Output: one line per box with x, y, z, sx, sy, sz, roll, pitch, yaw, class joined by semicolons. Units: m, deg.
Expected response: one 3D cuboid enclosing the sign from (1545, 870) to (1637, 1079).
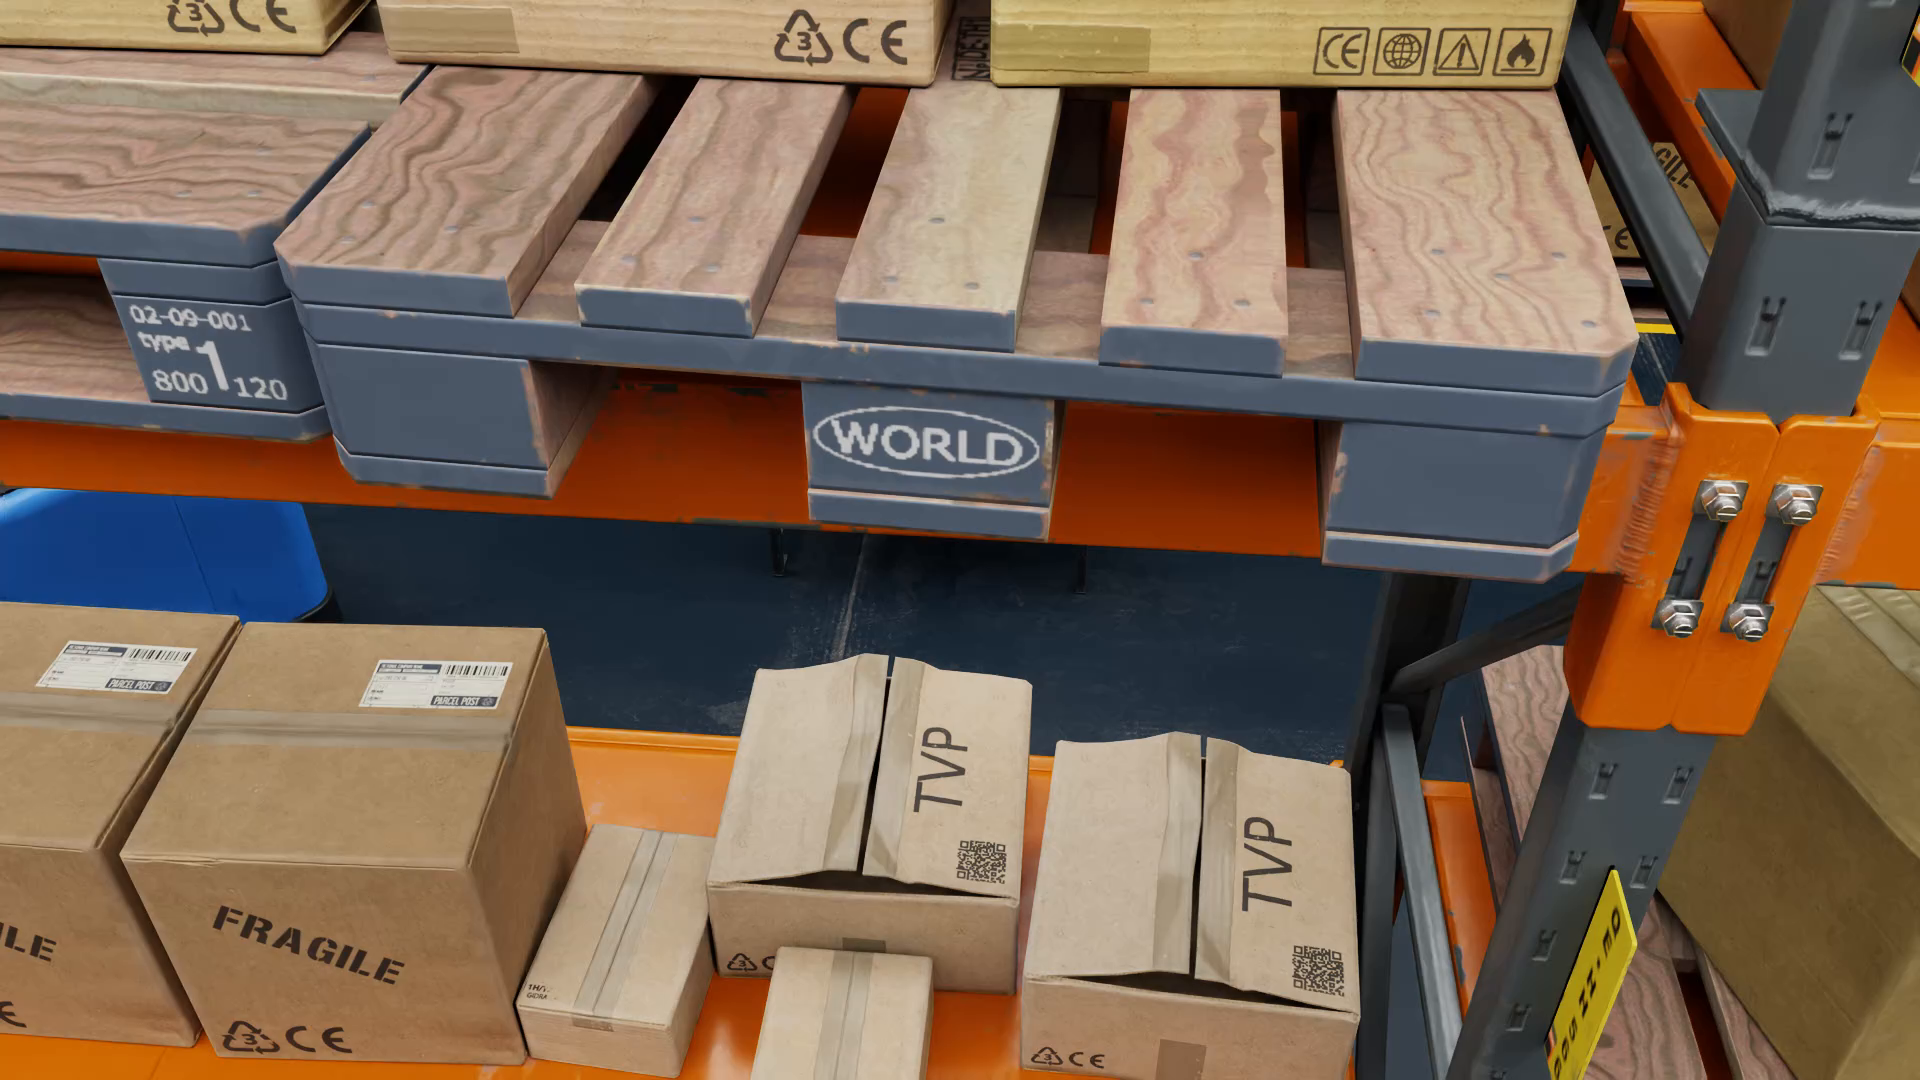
0.692;0.507;1.834;0.005;0.325;0.100;3;39;4;sign

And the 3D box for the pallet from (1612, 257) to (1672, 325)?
3.151;-1.269;7.142;1.213;0.211;1.003;3;39;4;pallet

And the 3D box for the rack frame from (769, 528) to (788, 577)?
-0.591;-0.614;5.316;0.032;1.500;0.500;3;39;4;rack frame

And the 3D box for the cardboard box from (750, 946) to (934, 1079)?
-0.183;0.829;2.555;0.250;0.149;0.380;3;39;4;cardboard box

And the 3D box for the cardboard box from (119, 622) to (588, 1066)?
-0.937;0.487;2.697;0.500;0.500;0.500;1;39;1;cardboard box

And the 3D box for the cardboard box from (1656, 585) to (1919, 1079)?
1.374;0.368;2.510;0.500;0.500;0.700;-9;40;-11;cardboard box

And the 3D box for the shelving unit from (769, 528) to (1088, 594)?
-0.085;-0.586;5.282;1.048;1.500;0.538;3;39;4;shelving unit

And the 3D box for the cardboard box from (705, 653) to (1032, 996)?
-0.138;0.471;2.866;0.500;0.311;0.500;3;39;3;cardboard box

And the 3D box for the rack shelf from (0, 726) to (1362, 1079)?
-1.256;0.777;2.990;4.000;0.370;1.077;3;39;4;rack shelf

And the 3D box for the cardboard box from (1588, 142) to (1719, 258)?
2.754;-1.664;6.788;0.750;0.750;0.750;3;39;4;cardboard box

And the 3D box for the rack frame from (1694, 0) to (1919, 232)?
0.737;-1.720;0.735;0.127;3.000;1.000;3;39;4;rack frame

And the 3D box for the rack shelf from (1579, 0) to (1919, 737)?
2.729;-0.169;1.775;4.000;0.370;1.077;3;39;4;rack shelf

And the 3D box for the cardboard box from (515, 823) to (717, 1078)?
-0.539;0.670;2.750;0.250;0.149;0.380;6;40;7;cardboard box

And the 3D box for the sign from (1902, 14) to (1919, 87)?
0.681;-0.439;1.065;0.005;0.325;0.100;3;39;4;sign

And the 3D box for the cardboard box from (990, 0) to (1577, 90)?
0.280;-0.651;1.583;0.500;0.250;0.500;0;39;1;cardboard box

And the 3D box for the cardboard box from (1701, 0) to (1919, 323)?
1.174;-0.593;1.647;0.500;0.500;0.910;3;39;4;cardboard box

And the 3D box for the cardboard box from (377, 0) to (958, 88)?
-0.244;-0.668;1.605;0.500;0.250;0.500;4;39;5;cardboard box

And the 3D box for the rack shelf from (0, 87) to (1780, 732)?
-1.256;-0.387;2.043;4.000;0.370;1.077;3;39;4;rack shelf

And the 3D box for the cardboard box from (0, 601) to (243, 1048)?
-1.461;0.458;2.732;0.500;0.500;0.500;3;39;4;cardboard box

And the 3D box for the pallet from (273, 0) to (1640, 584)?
0.053;-0.464;1.718;1.003;0.211;1.213;5;39;6;pallet

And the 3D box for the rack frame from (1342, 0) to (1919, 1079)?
0.737;0.607;2.629;0.127;3.000;1.000;3;39;4;rack frame

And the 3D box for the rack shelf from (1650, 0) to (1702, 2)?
3.153;-2.121;6.550;4.000;0.370;1.077;3;39;4;rack shelf

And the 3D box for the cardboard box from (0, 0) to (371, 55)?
-0.813;-0.706;1.652;0.500;0.250;0.500;2;39;3;cardboard box

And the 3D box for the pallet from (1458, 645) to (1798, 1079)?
1.418;0.674;2.698;1.003;0.211;1.213;3;39;4;pallet

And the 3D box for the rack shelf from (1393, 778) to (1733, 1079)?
2.729;0.994;2.722;4.000;0.370;1.077;3;39;4;rack shelf

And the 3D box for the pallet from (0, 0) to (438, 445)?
-1.062;-0.523;1.790;1.213;0.211;1.003;5;39;6;pallet

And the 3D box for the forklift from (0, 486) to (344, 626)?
-3.269;-0.244;3.727;1.130;2.935;3.031;30;48;31;forklift

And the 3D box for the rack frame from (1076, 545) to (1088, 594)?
0.421;-0.559;5.248;0.032;1.500;0.500;3;39;4;rack frame

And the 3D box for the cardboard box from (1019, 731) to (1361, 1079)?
0.378;0.594;2.715;0.500;0.311;0.500;5;39;7;cardboard box
